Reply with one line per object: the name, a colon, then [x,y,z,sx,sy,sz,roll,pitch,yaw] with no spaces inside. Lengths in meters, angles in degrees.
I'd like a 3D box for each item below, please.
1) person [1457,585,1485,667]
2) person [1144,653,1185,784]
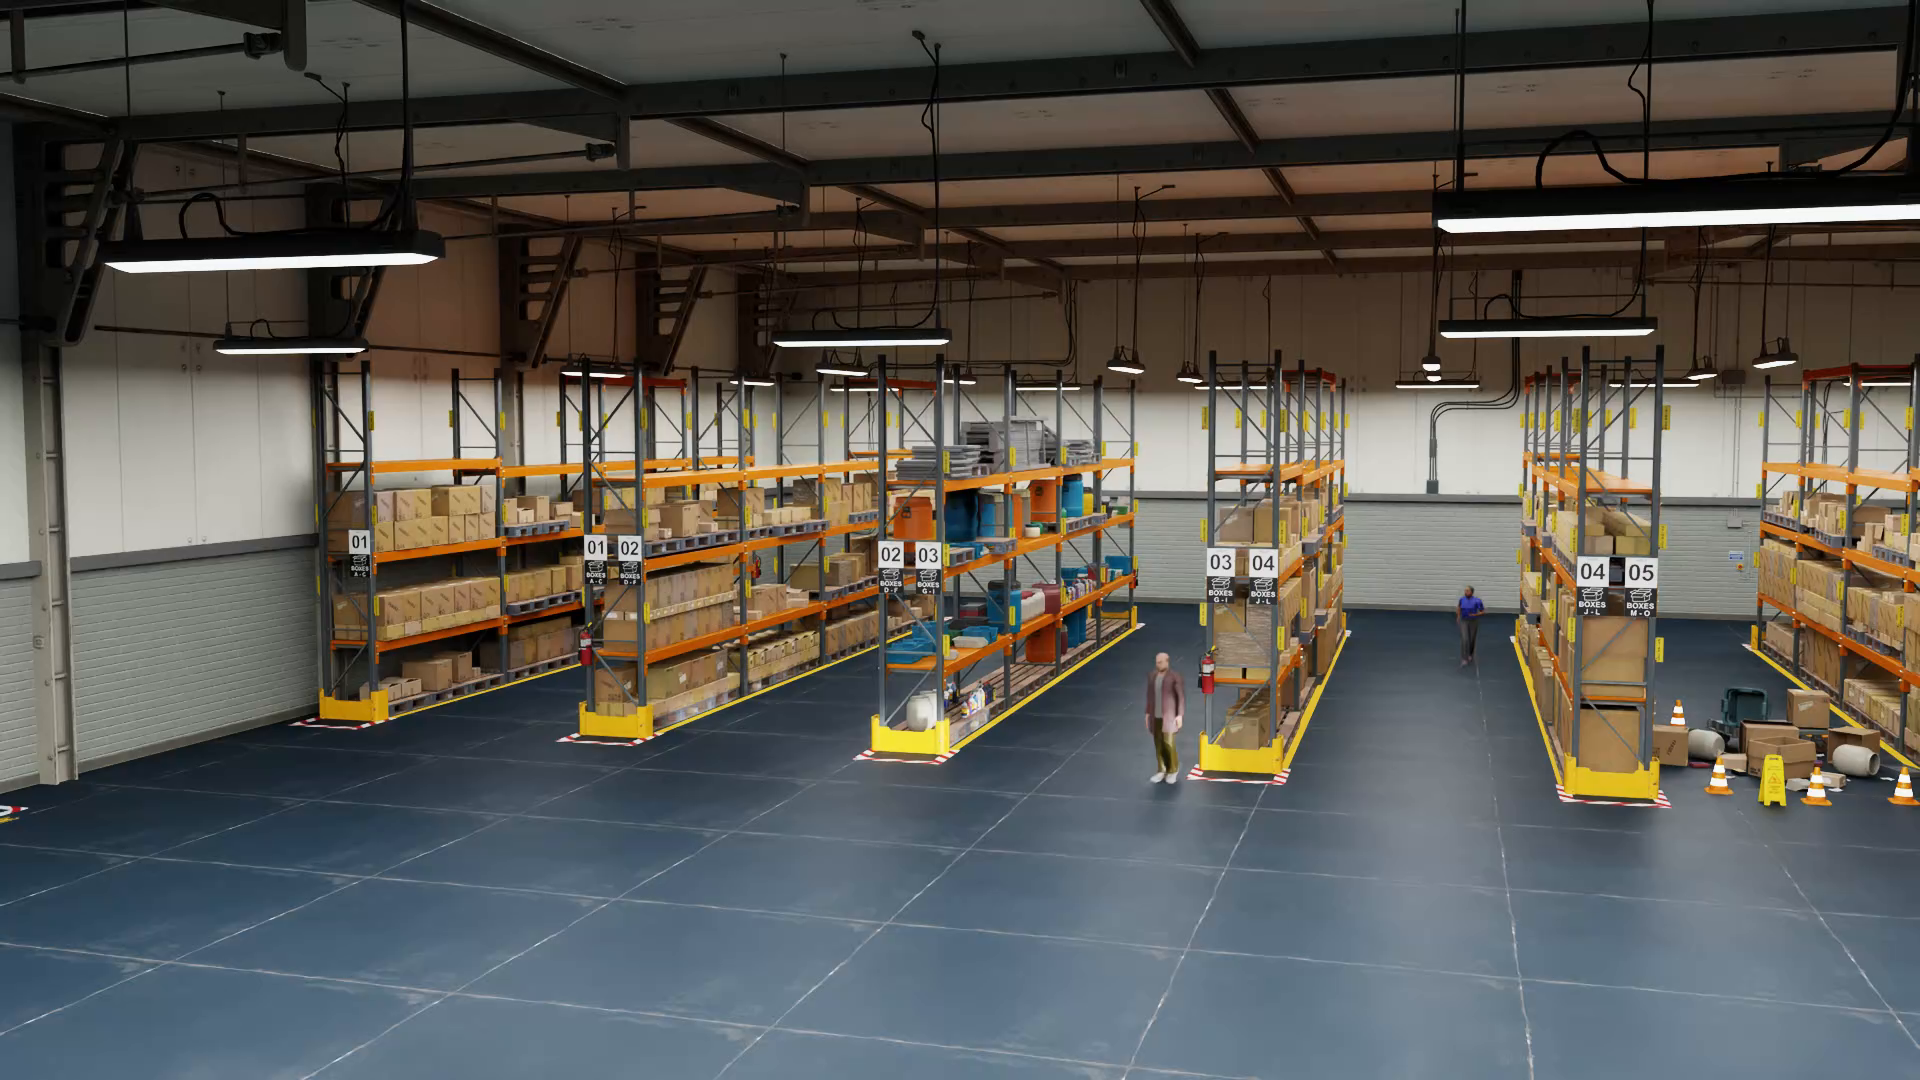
person: [10.436,1.730,33.989,0.561,1.609,1.028,1,4,18]
person: [2.844,2.469,23.108,0.624,1.810,0.442,3,5,40]
